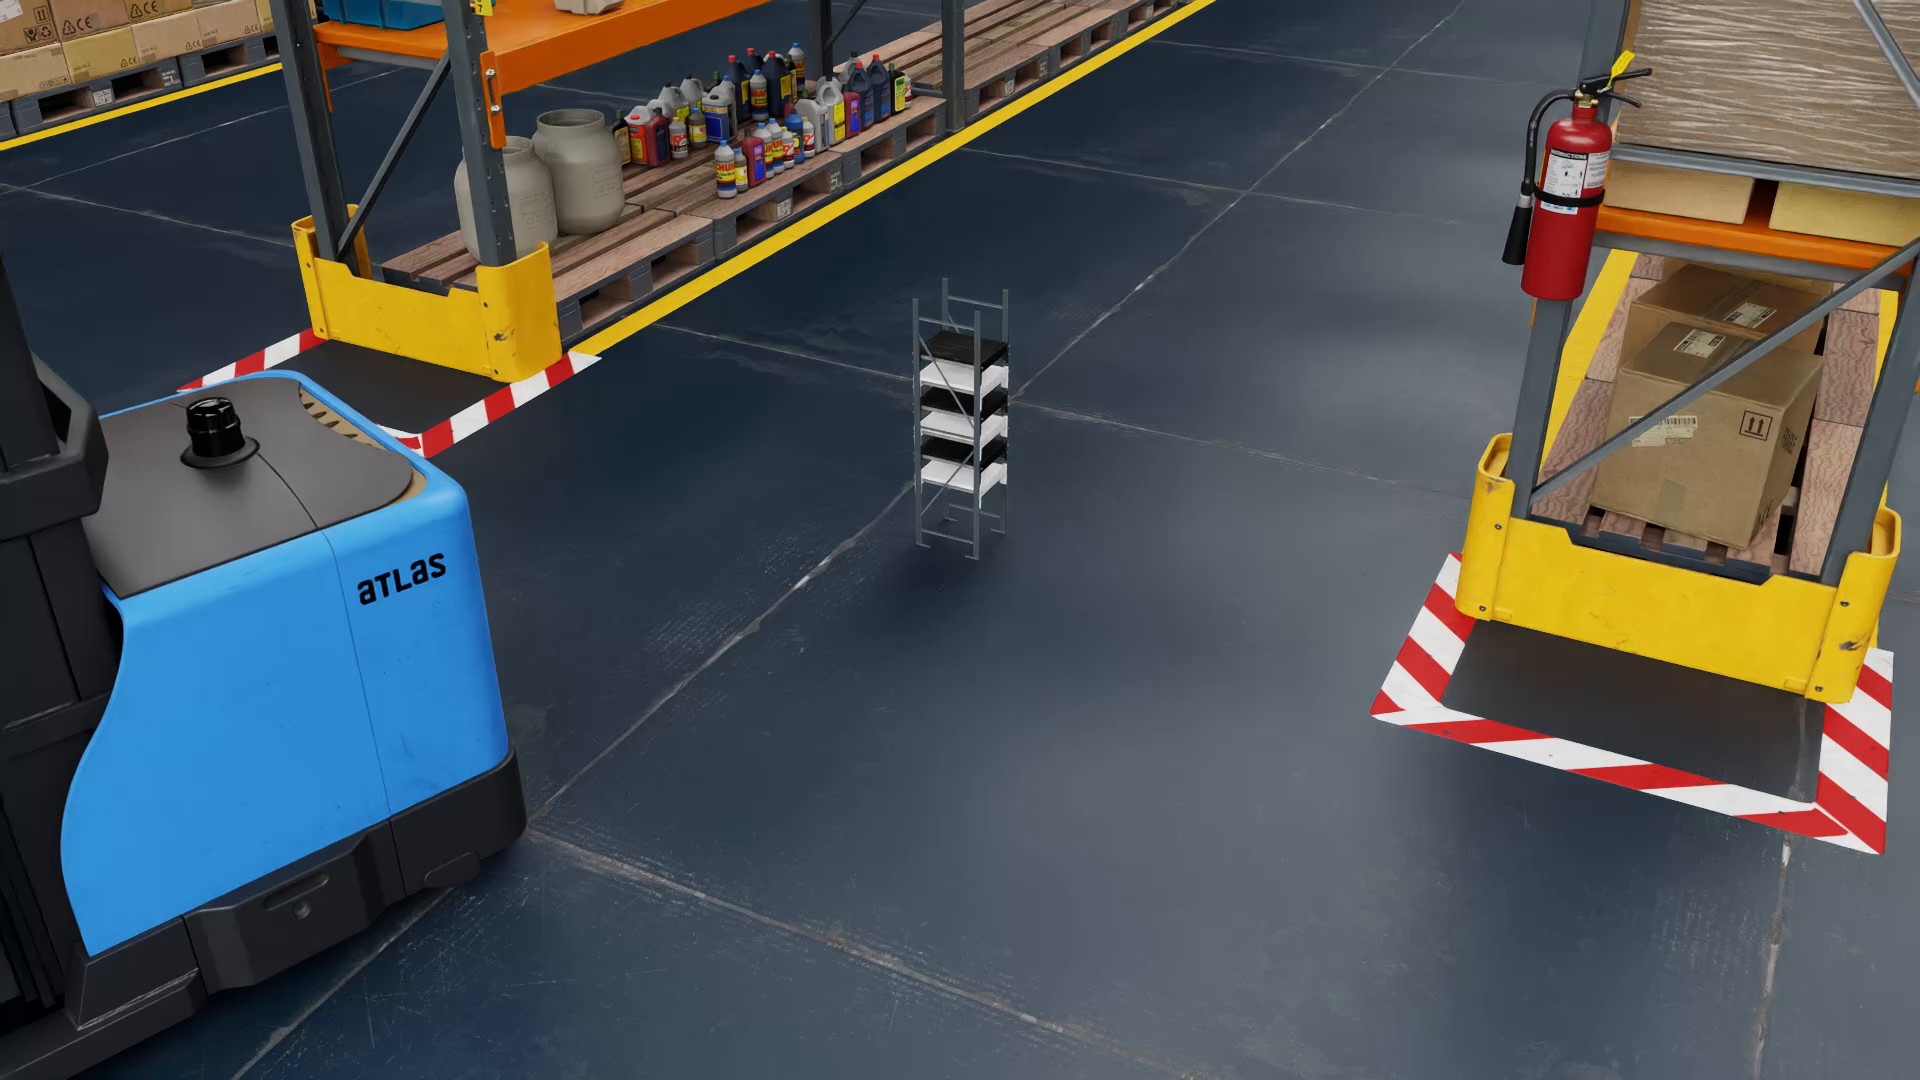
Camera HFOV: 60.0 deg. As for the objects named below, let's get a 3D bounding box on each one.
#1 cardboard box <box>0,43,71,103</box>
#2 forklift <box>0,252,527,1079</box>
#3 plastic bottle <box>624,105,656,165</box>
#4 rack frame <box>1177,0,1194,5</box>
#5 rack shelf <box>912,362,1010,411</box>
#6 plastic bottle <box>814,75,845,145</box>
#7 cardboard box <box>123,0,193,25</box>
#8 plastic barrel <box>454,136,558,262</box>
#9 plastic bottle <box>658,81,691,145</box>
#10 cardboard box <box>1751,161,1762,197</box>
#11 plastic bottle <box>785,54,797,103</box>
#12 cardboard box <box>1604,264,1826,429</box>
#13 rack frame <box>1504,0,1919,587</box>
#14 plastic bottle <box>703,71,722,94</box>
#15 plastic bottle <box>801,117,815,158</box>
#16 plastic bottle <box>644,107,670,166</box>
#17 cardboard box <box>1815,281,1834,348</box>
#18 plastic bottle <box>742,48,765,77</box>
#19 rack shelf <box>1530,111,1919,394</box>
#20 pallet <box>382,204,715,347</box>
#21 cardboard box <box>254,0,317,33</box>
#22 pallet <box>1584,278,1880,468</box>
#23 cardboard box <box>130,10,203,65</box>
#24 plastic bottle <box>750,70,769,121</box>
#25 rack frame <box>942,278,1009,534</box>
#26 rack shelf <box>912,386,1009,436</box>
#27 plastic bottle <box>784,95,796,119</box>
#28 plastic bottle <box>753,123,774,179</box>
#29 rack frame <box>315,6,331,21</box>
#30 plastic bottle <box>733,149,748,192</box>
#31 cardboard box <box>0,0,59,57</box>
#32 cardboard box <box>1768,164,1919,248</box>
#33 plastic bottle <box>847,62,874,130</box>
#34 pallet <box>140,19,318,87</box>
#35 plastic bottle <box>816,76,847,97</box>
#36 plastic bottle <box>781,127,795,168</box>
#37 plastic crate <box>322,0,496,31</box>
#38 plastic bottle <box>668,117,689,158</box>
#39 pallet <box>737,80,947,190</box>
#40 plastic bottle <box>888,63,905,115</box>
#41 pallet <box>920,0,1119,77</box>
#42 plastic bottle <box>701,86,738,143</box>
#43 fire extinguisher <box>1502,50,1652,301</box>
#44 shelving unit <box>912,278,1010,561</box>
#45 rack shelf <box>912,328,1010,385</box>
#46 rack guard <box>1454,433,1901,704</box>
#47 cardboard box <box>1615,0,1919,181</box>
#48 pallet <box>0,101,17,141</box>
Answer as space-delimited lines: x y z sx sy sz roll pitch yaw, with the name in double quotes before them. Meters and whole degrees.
"cardboard box" -5.780 -2.851 10.041 0.500 0.250 0.500 14 33 23
"forklift" -2.546 -0.138 3.048 3.031 2.935 1.130 -25 38 -36
"plastic bottle" -1.682 -2.133 8.746 0.152 0.276 0.135 15 33 24
"rack frame" 1.377 -5.651 12.578 1.000 3.000 0.127 14 33 23
"rack shelf" 0.004 -0.521 5.459 0.258 0.077 0.200 14 33 23
"plastic bottle" -0.717 -2.340 9.032 0.144 0.351 0.185 14 33 23
"cardboard box" -5.333 -3.621 10.630 0.500 0.500 0.500 14 33 23
"plastic barrel" -2.036 -1.517 7.455 0.421 0.512 0.421 0 30 0
"plastic bottle" -1.547 -2.301 8.964 0.144 0.351 0.185 16 33 25
"cardboard box" 2.202 -1.156 5.002 0.380 0.149 0.250 14 33 23
"plastic bottle" -1.009 -2.675 9.682 0.061 0.283 0.133 14 33 23
"cardboard box" 2.683 -0.625 5.914 0.500 0.500 0.500 24 38 36
"rack frame" 2.142 -0.981 4.446 1.000 3.000 0.127 14 33 23
"plastic bottle" -1.381 -2.479 9.341 0.061 0.283 0.133 16 33 25
"plastic bottle" -0.824 -2.146 8.843 0.097 0.201 0.097 0 30 0
"plastic bottle" -1.587 -2.112 8.702 0.061 0.283 0.133 14 33 23
"cardboard box" 3.279 -1.135 6.803 0.500 0.500 0.500 11 32 19
"plastic bottle" -1.183 -2.656 9.581 0.144 0.351 0.185 15 33 25
"rack shelf" 3.053 -1.555 6.169 1.077 0.370 4.000 14 33 23
"pallet" -1.900 -1.298 7.799 1.003 0.211 1.213 14 33 23
"cardboard box" -4.870 -3.737 11.586 0.500 0.250 0.500 14 33 23
"pallet" 3.135 -0.696 6.750 1.003 0.211 1.213 14 33 23
"cardboard box" -5.321 -3.293 10.812 0.500 0.250 0.500 14 33 23
"plastic bottle" -1.141 -2.530 9.441 0.097 0.271 0.097 0 30 0
"rack frame" 0.050 -0.439 5.611 0.240 0.900 0.006 14 33 23
"rack shelf" 0.004 -0.443 5.504 0.258 0.077 0.200 14 33 23
"plastic bottle" -0.889 -2.264 8.966 0.061 0.283 0.133 14 33 23
"plastic bottle" -1.008 -1.997 8.513 0.097 0.271 0.097 0 30 0
"rack frame" -4.853 -5.003 11.450 1.000 3.000 0.127 14 33 23
"plastic bottle" -1.117 -1.860 8.346 0.097 0.201 0.097 0 30 0
"cardboard box" -5.791 -3.178 9.859 0.500 0.500 0.500 14 33 23
"cardboard box" 2.484 -0.944 4.634 0.380 0.149 0.250 14 33 23
"plastic bottle" -0.570 -2.484 9.281 0.144 0.351 0.185 13 32 21
"pallet" -5.253 -3.451 11.547 1.003 0.211 1.213 14 33 23
"plastic bottle" -0.713 -2.474 9.339 0.152 0.276 0.135 14 33 23
"plastic bottle" -0.917 -2.055 8.684 0.097 0.201 0.097 0 30 0
"plastic crate" -2.306 -2.330 6.944 0.499 0.251 0.616 14 33 23
"plastic bottle" -1.499 -2.142 8.836 0.097 0.201 0.097 0 30 0
"pallet" -0.789 -2.380 9.682 1.003 0.211 1.213 14 33 23
"plastic bottle" -0.371 -2.602 9.555 0.061 0.283 0.133 16 34 26
"pallet" 0.432 -3.568 11.751 1.003 0.211 1.213 14 33 23
"plastic bottle" -1.319 -2.329 9.087 0.152 0.276 0.135 14 33 23
"fire extinguisher" 1.679 -1.001 4.558 0.296 0.674 0.183 14 33 23
"shelving unit" 0.004 -0.394 5.532 0.258 0.900 0.210 14 33 23
"rack shelf" 0.004 -0.599 5.414 0.258 0.077 0.200 14 33 23
"rack guard" 2.176 0.070 5.127 1.175 0.500 0.348 14 33 23
"cardboard box" 2.417 -1.391 4.760 0.875 0.500 0.500 14 33 23
"pallet" -6.364 -2.369 9.663 1.003 0.211 1.213 14 33 23
